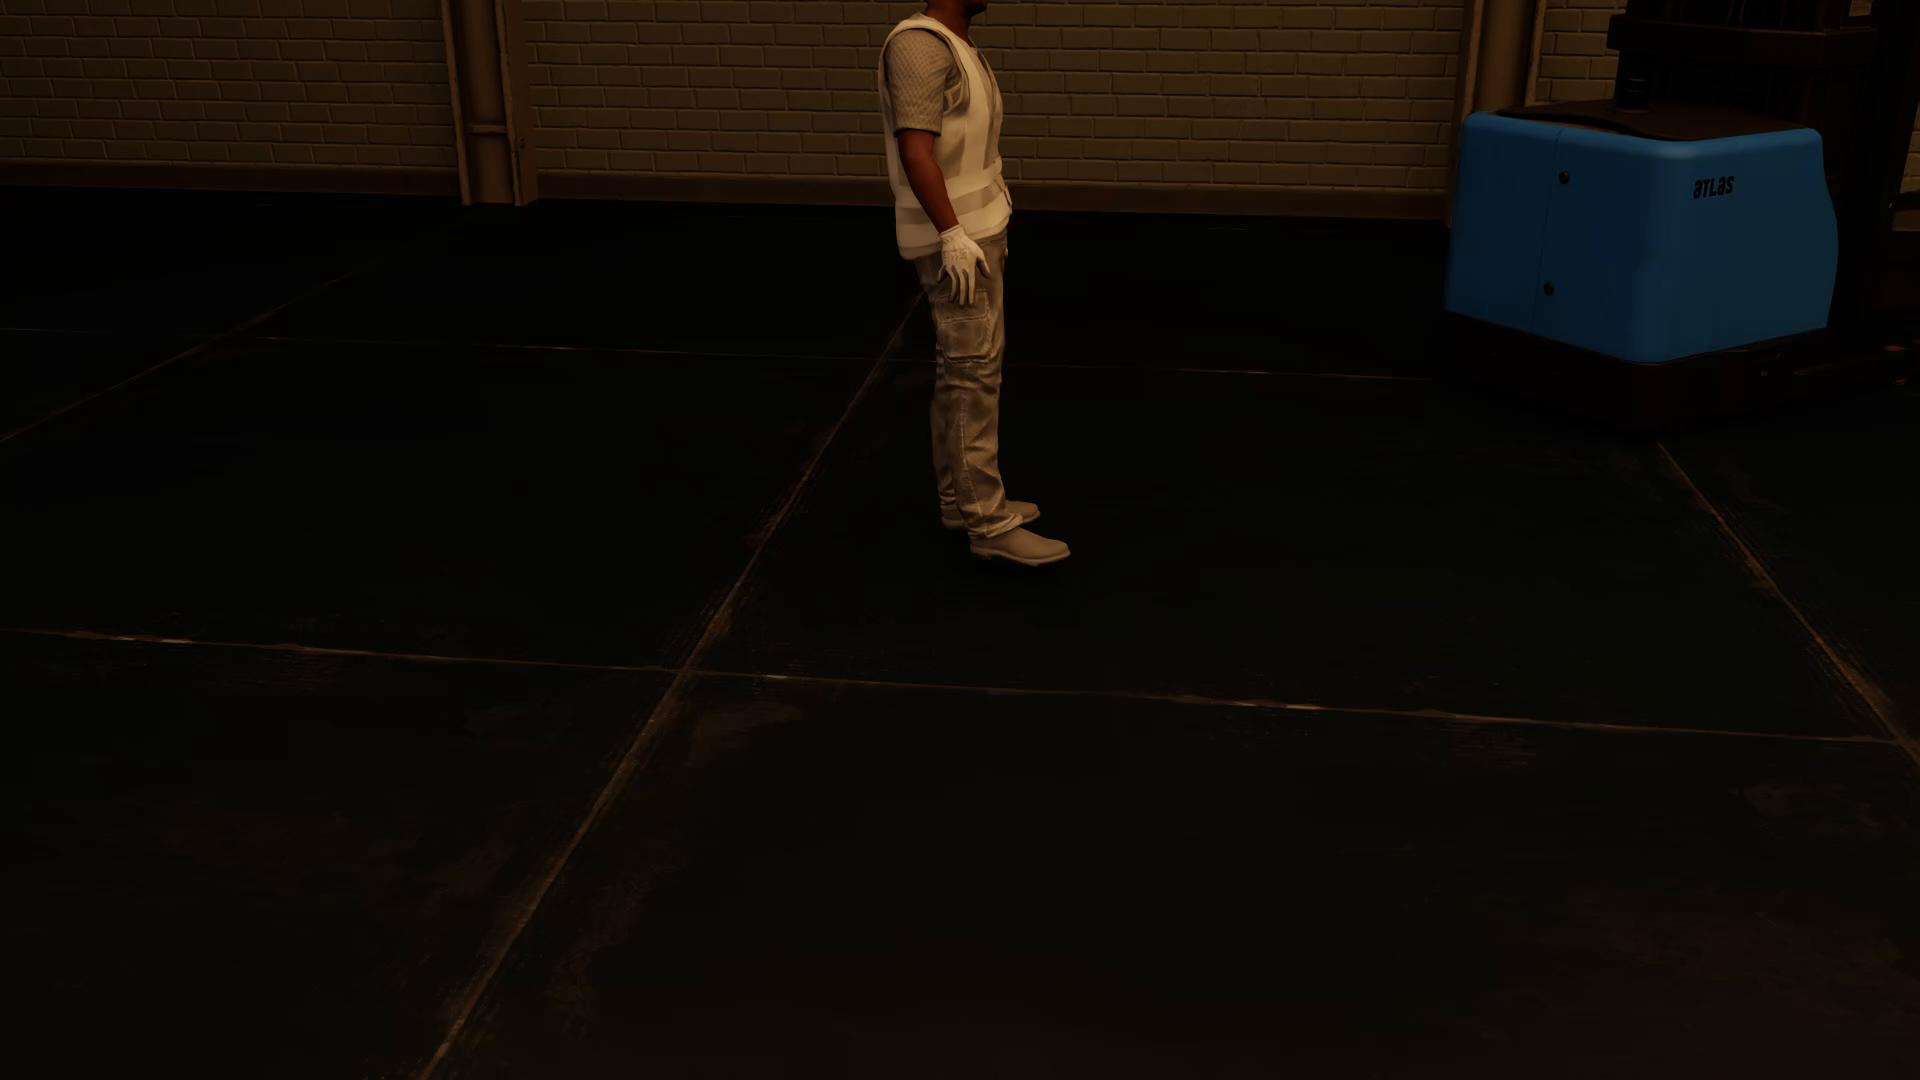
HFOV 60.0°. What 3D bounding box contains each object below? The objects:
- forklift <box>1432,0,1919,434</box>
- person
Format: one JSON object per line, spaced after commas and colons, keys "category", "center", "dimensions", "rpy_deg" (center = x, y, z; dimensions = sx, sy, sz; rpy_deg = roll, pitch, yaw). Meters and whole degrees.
{"category": "forklift", "center": [3.444, -2.136, 6.559], "dimensions": [3.031, 2.935, 1.130], "rpy_deg": [-13, 25, -28]}
{"category": "person", "center": [0.071, -0.865, 4.810], "dimensions": [0.575, 1.784, 0.657], "rpy_deg": [3, 22, 7]}
